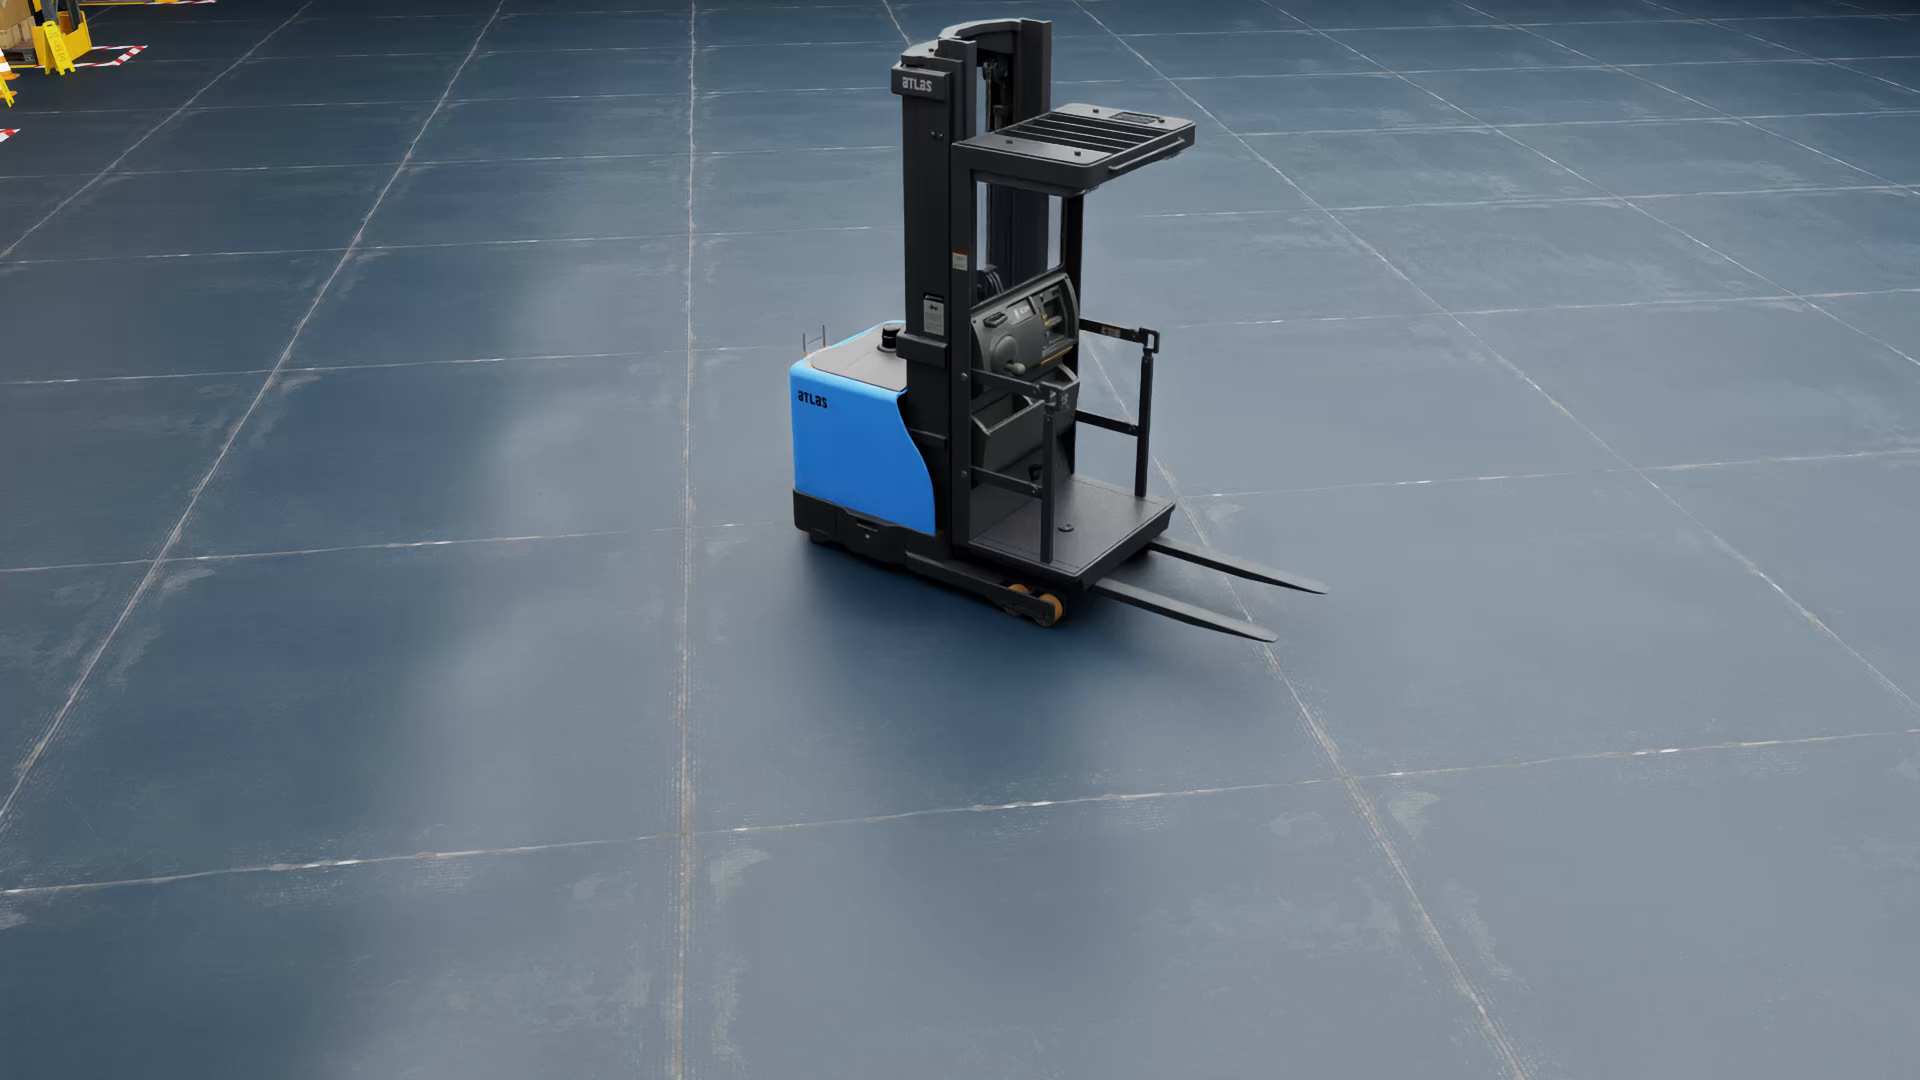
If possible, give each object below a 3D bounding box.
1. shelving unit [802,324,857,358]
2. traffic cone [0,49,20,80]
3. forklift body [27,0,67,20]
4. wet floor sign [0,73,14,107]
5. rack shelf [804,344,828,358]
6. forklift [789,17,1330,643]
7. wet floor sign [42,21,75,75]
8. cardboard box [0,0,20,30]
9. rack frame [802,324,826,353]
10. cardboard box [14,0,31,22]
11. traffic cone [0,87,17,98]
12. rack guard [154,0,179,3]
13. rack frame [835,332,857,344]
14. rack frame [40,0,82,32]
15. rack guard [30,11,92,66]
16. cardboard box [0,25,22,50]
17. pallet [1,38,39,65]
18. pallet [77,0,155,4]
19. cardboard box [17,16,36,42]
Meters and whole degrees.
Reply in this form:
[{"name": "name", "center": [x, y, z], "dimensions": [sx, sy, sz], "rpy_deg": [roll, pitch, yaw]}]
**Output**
[{"name": "shelving unit", "center": [-0.767, -0.759, 10.076], "dimensions": [0.252, 1.050, 0.215], "rpy_deg": [17, 32, 31]}, {"name": "traffic cone", "center": [-12.244, -6.125, 21.180], "dimensions": [0.334, 0.463, 0.336], "rpy_deg": [-4, 27, -7]}, {"name": "forklift body", "center": [-14.317, -8.785, 24.515], "dimensions": [1.214, 2.155, 2.313], "rpy_deg": [-4, 27, -7]}, {"name": "wet floor sign", "center": [-11.456, -5.482, 19.728], "dimensions": [0.232, 0.644, 0.267], "rpy_deg": [-8, 28, -16]}, {"name": "rack shelf", "center": [-0.769, -1.003, 9.953], "dimensions": [0.240, 0.259, 0.215], "rpy_deg": [17, 32, 31]}, {"name": "forklift", "center": [0.522, -1.122, 8.726], "dimensions": [3.031, 2.935, 1.130], "rpy_deg": [18, 32, 31]}, {"name": "wet floor sign", "center": [-11.661, -6.345, 21.409], "dimensions": [0.232, 0.644, 0.267], "rpy_deg": [6, 28, 11]}, {"name": "cardboard box", "center": [-12.755, -6.992, 21.822], "dimensions": [0.500, 0.500, 0.500], "rpy_deg": [-4, 27, -7]}, {"name": "rack frame", "center": [-0.867, -0.790, 10.139], "dimensions": [0.008, 1.050, 0.200], "rpy_deg": [17, 32, 31]}, {"name": "cardboard box", "center": [-12.859, -7.233, 22.292], "dimensions": [0.500, 0.500, 0.500], "rpy_deg": [-5, 28, -9]}, {"name": "traffic cone", "center": [-11.753, -5.645, 20.244], "dimensions": [0.334, 0.463, 0.336], "rpy_deg": [-4, 27, -7]}, {"name": "rack guard", "center": [-12.670, -8.997, 26.737], "dimensions": [0.348, 0.500, 1.175], "rpy_deg": [-4, 27, -7]}, {"name": "rack frame", "center": [-0.667, -0.728, 10.013], "dimensions": [0.008, 1.050, 0.200], "rpy_deg": [17, 32, 31]}, {"name": "rack frame", "center": [-11.998, -7.864, 21.791], "dimensions": [0.127, 3.000, 1.000], "rpy_deg": [-4, 27, -7]}, {"name": "rack guard", "center": [-12.073, -6.747, 22.352], "dimensions": [0.348, 0.500, 1.175], "rpy_deg": [-4, 27, -7]}, {"name": "cardboard box", "center": [-12.785, -6.653, 21.982], "dimensions": [0.500, 0.250, 0.500], "rpy_deg": [-4, 27, -7]}, {"name": "pallet", "center": [-12.883, -6.583, 22.348], "dimensions": [1.213, 0.211, 1.003], "rpy_deg": [-4, 27, -7]}, {"name": "pallet", "center": [-13.445, -8.800, 26.668], "dimensions": [1.213, 0.211, 1.003], "rpy_deg": [-4, 27, -7]}, {"name": "cardboard box", "center": [-12.836, -6.901, 22.466], "dimensions": [0.500, 0.250, 0.500], "rpy_deg": [-4, 27, -8]}]
